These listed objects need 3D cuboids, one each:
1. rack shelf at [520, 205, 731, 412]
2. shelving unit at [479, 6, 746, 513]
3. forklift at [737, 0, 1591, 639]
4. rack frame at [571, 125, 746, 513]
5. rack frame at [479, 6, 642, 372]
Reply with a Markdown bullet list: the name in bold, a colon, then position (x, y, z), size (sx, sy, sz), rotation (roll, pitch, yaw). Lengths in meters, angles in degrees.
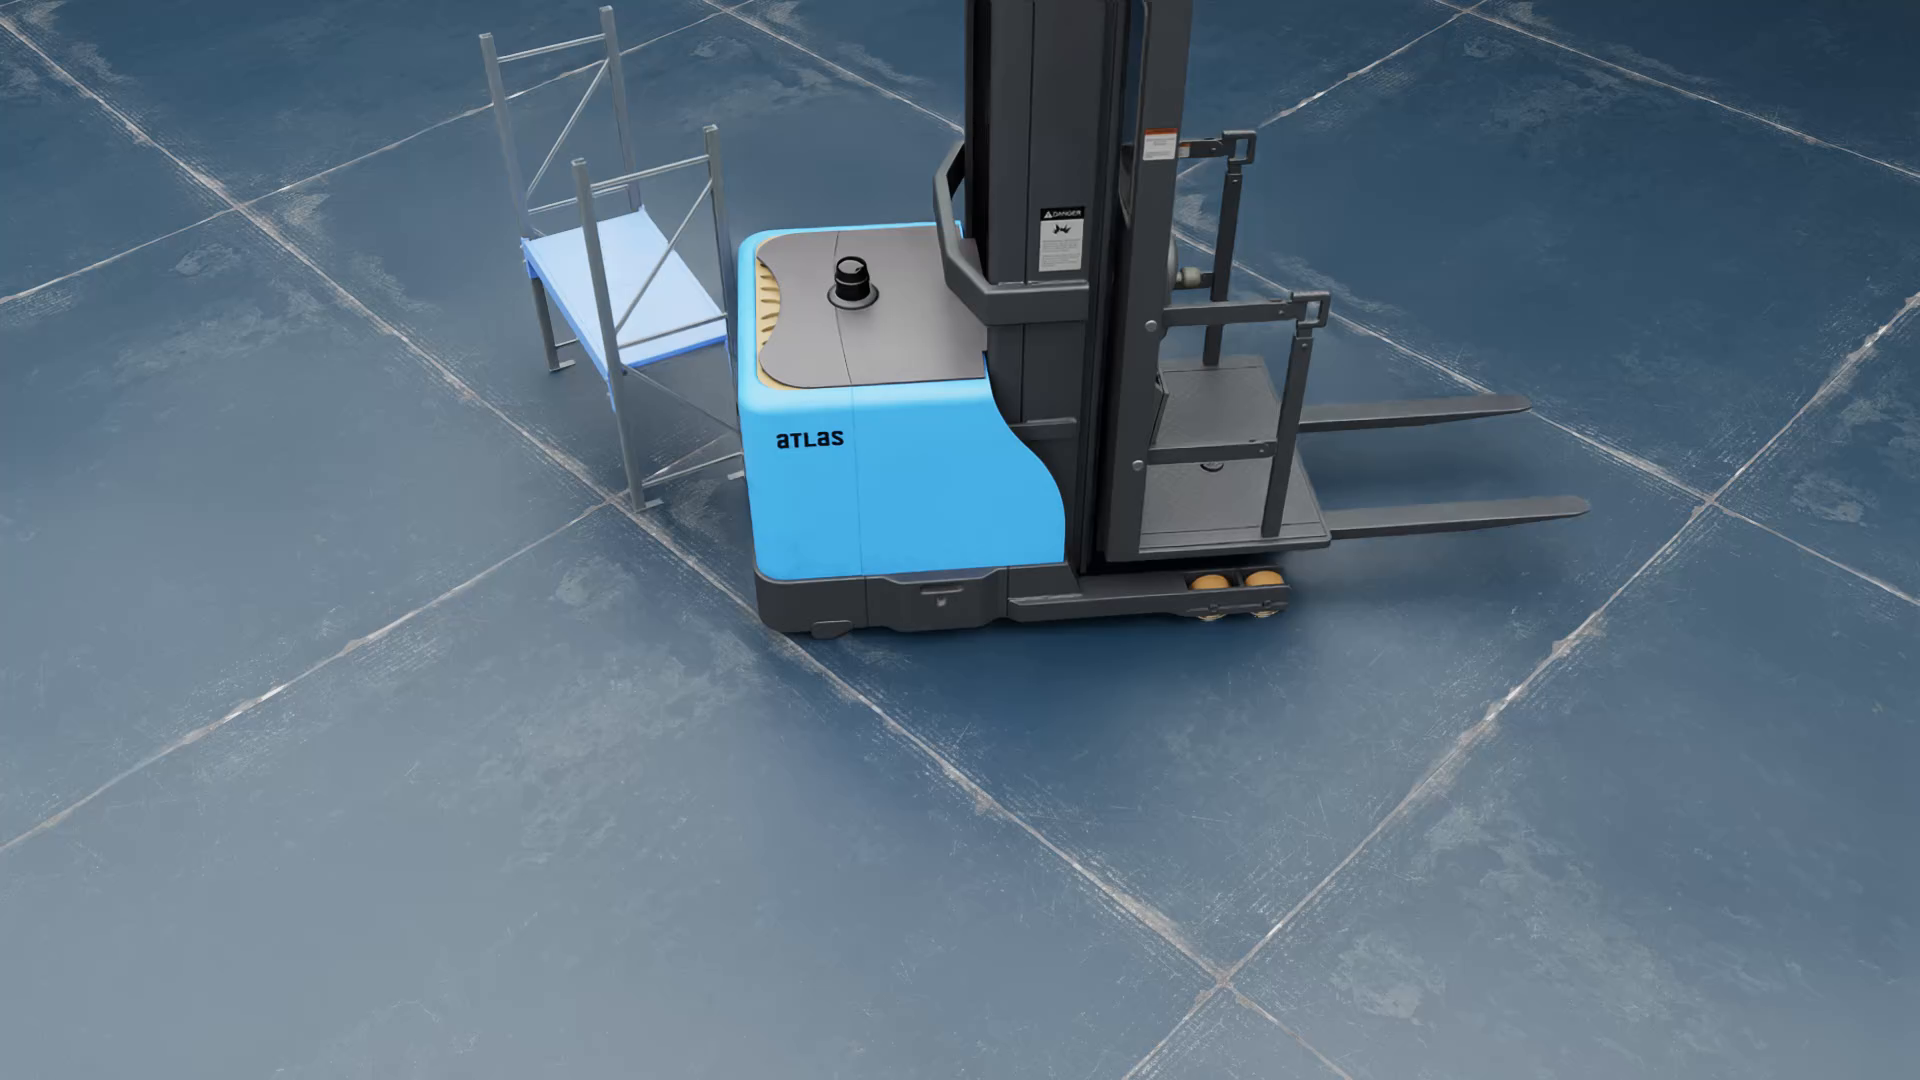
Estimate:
- **rack shelf**: position (-1.272, -0.913, 6.398), size (0.538, 0.185, 1.000), rotation (-20, 46, -21)
- **shelving unit**: position (-1.272, -1.046, 6.276), size (0.538, 1.500, 1.048), rotation (-20, 46, -21)
- **forklift**: position (0.757, -1.148, 5.333), size (3.031, 2.935, 1.130), rotation (-4, 43, -4)
- **rack frame**: position (-1.029, -0.743, 5.949), size (0.500, 1.500, 0.032), rotation (-20, 46, -21)
- **rack frame**: position (-1.515, -1.349, 6.604), size (0.500, 1.500, 0.032), rotation (-20, 46, -21)
